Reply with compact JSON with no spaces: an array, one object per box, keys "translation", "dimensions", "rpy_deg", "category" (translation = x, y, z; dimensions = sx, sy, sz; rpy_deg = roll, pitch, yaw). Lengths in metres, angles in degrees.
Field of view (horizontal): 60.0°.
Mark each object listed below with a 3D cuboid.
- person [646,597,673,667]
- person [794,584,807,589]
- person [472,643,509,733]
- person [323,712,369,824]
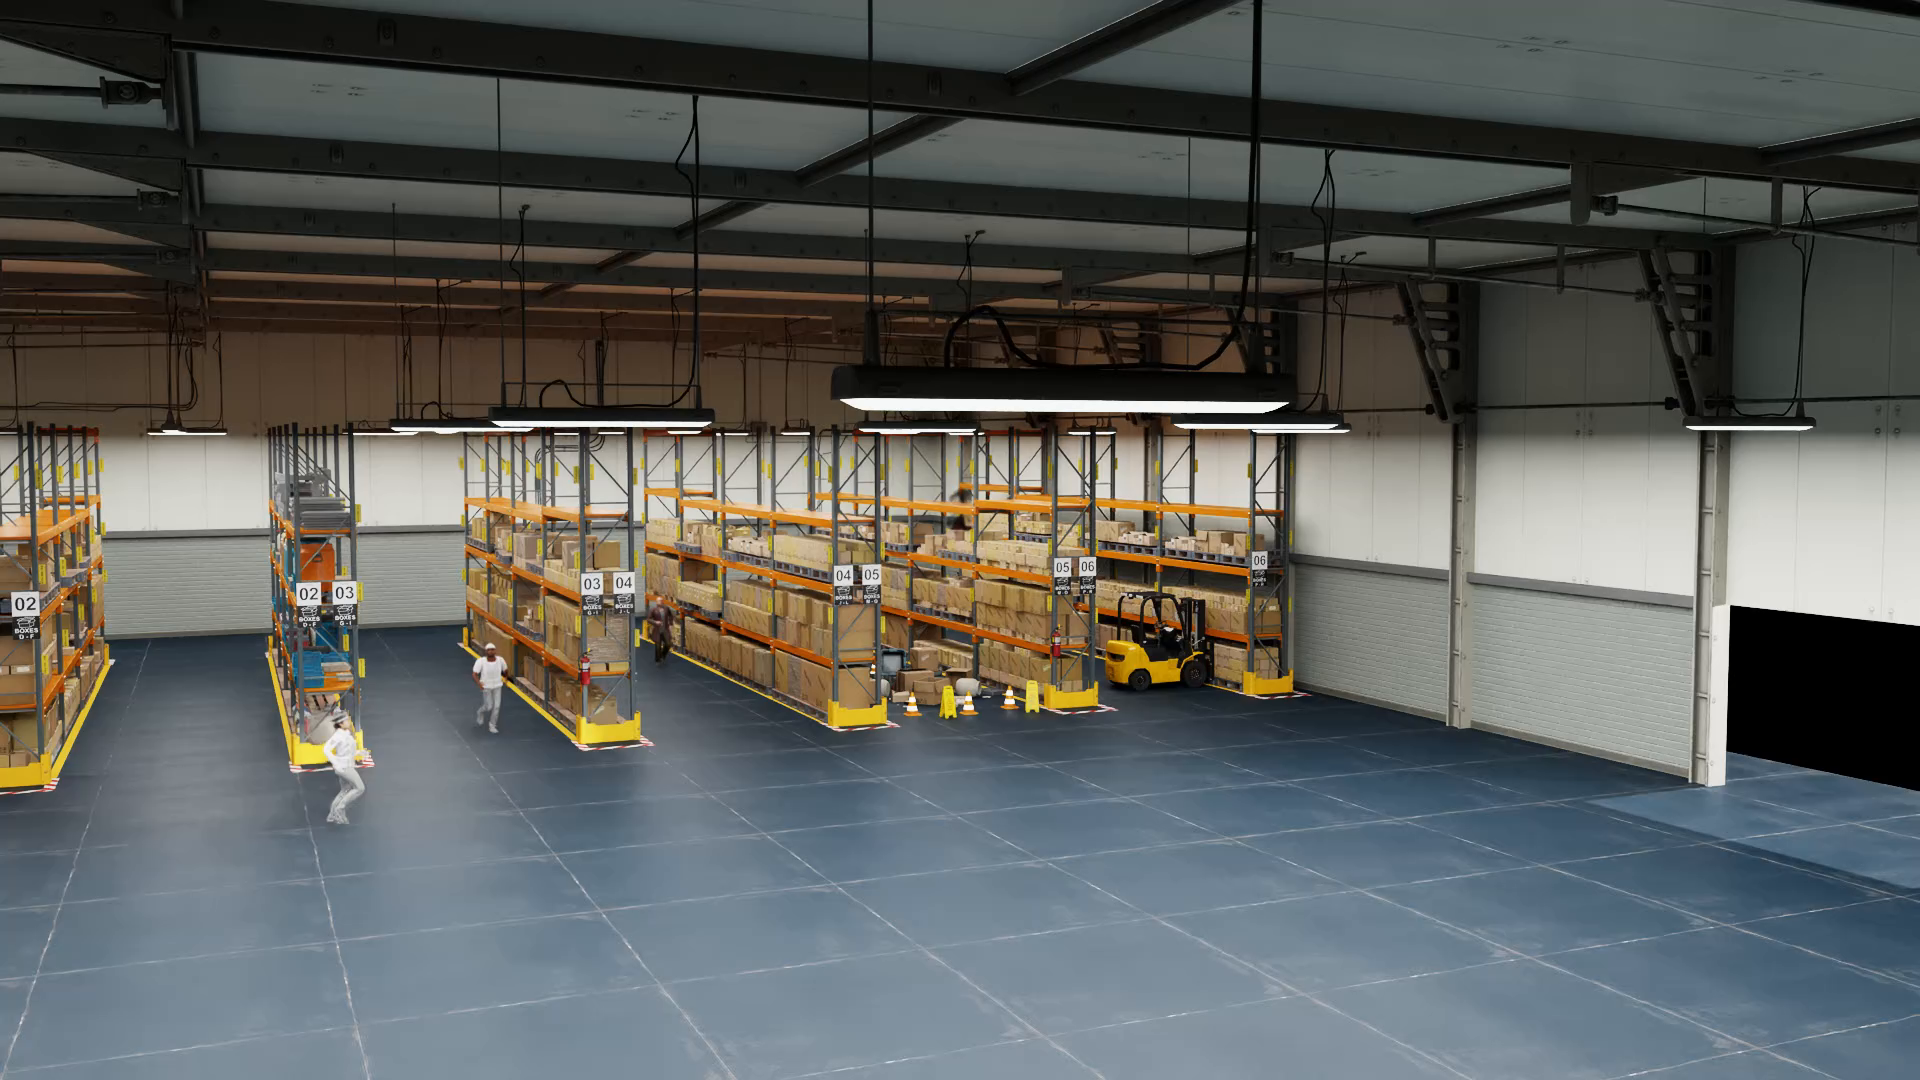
[{"translation":[-7.467,2.300,41.535],"dimensions":[0.735,1.759,0.688],"rpy_deg":[-2,4,-27],"category":"person"},{"translation":[-4.963,1.775,51.096],"dimensions":[0.839,1.665,0.652],"rpy_deg":[0,3,-2],"category":"person"},{"translation":[-9.177,2.877,32.564],"dimensions":[0.698,1.741,0.662],"rpy_deg":[-2,4,-30],"category":"person"},{"translation":[-9.080,3.367,24.635],"dimensions":[0.625,1.658,0.589],"rpy_deg":[-1,4,-9],"category":"person"}]
